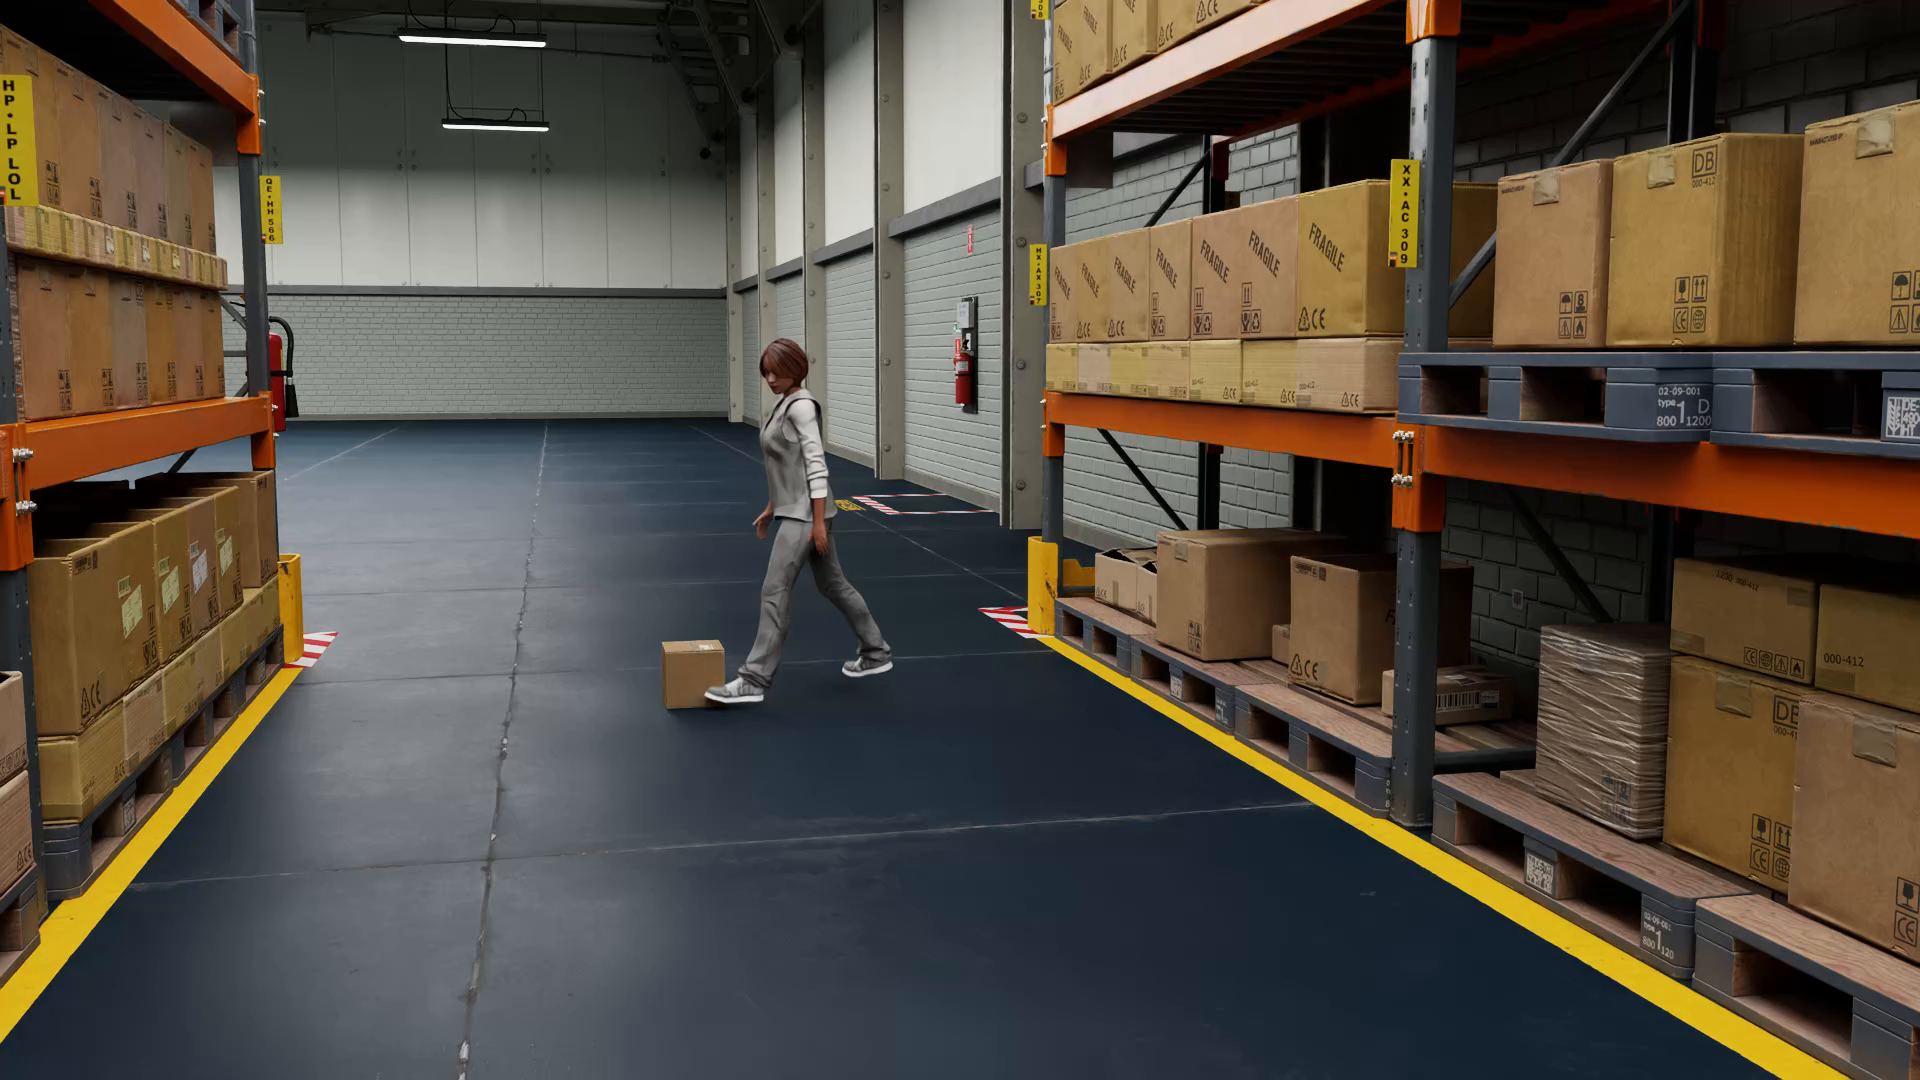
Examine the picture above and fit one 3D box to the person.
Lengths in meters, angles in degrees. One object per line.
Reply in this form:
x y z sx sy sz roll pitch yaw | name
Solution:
-0.707 -0.099 7.299 0.844 1.546 0.549 -1 6 -8 | person
